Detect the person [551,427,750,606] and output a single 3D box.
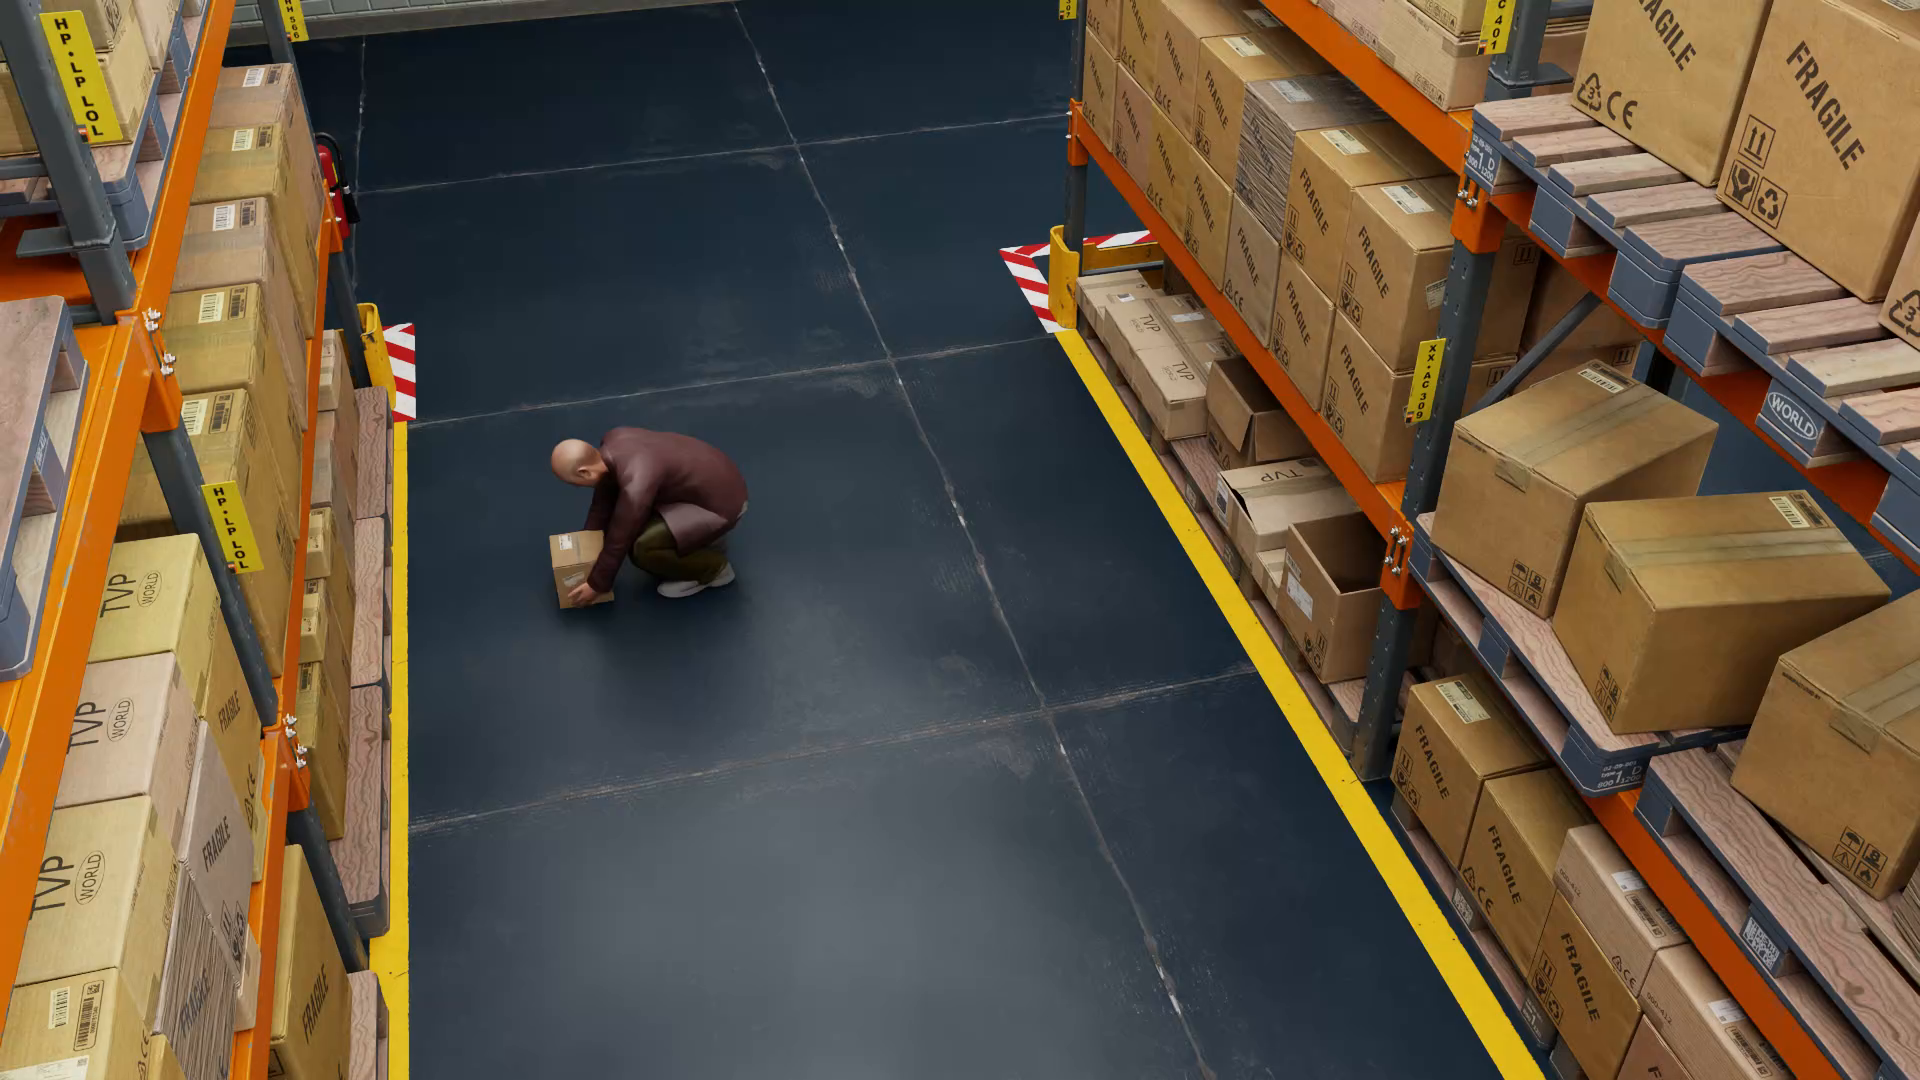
[{"bbox_3d":[-1.426,-0.154,7.707,0.903,0.857,0.599,-9,39,-12],"label":"person"}]
